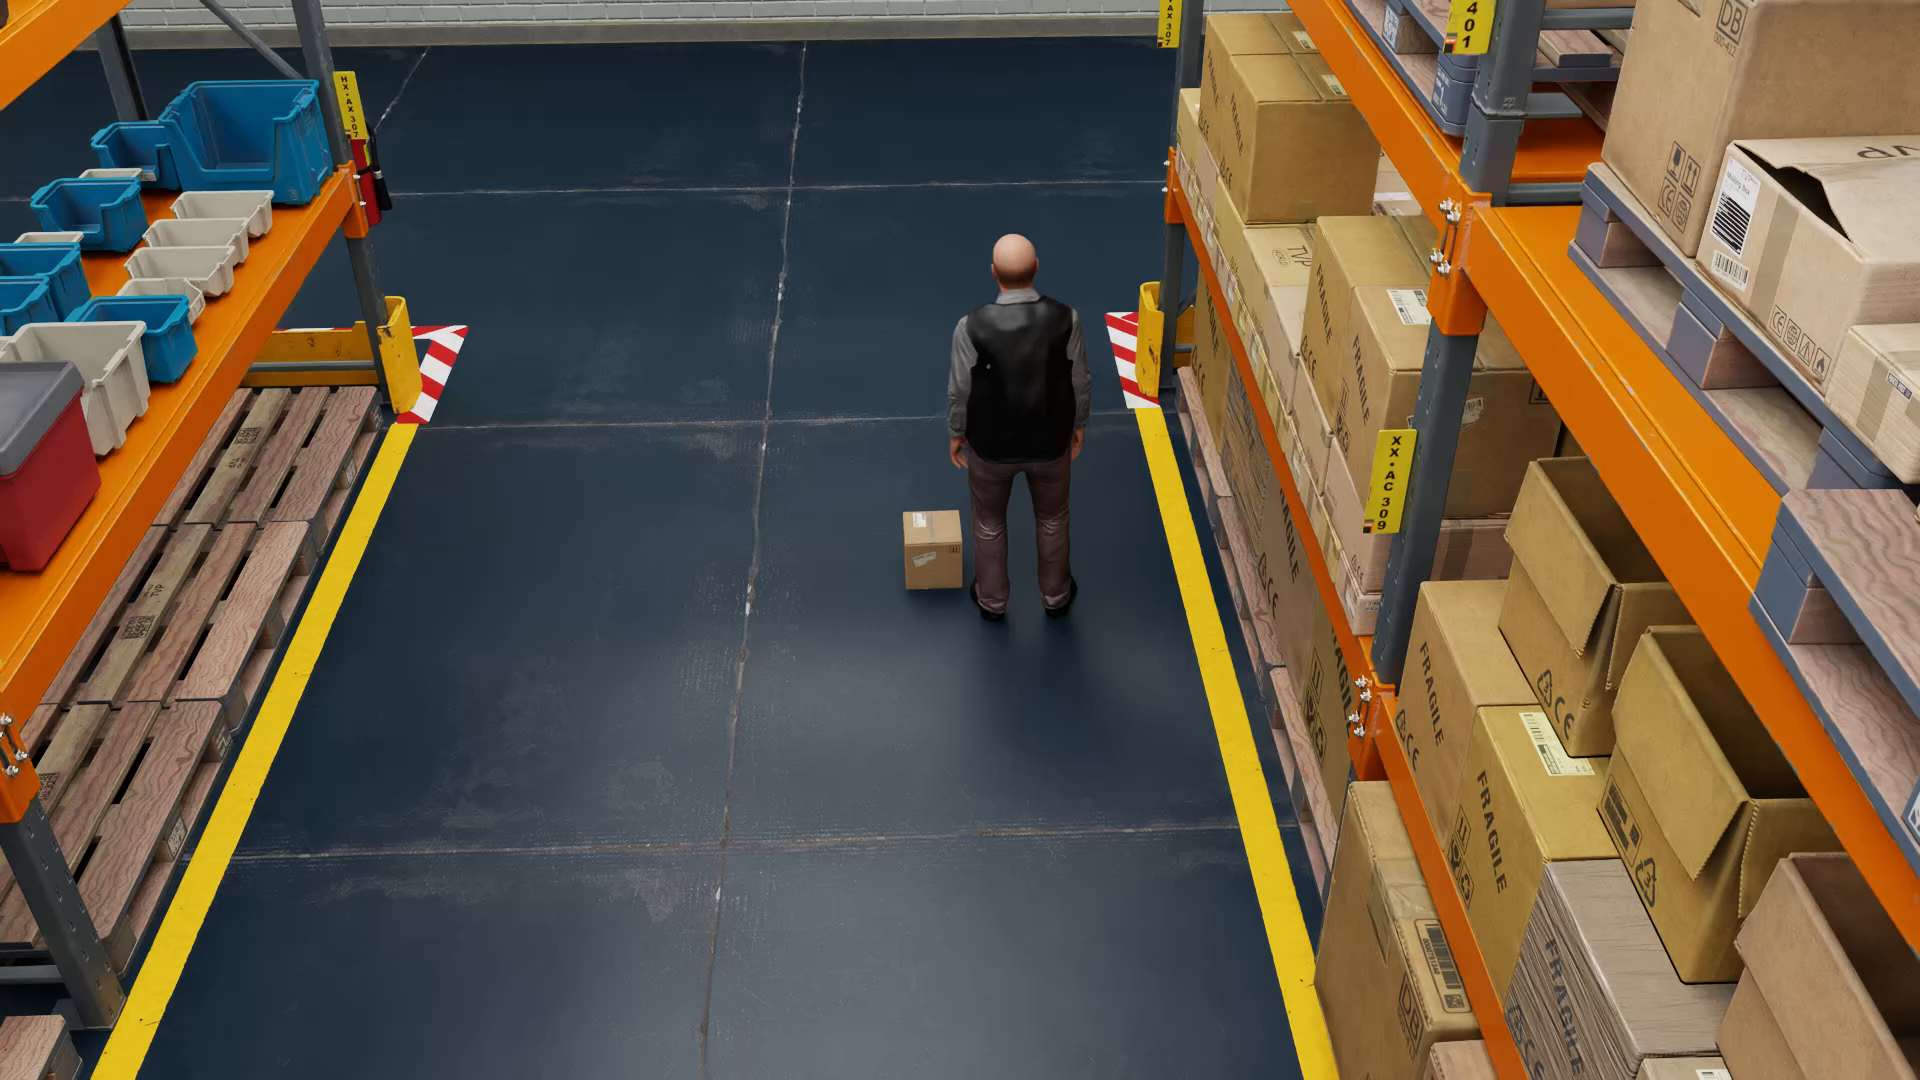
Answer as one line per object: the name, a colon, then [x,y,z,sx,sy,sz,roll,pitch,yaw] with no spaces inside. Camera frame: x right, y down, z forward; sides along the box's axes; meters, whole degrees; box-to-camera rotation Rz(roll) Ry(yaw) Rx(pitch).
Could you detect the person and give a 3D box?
person: [0.238,-0.364,6.775,0.585,1.618,0.419,-3,35,-5]
